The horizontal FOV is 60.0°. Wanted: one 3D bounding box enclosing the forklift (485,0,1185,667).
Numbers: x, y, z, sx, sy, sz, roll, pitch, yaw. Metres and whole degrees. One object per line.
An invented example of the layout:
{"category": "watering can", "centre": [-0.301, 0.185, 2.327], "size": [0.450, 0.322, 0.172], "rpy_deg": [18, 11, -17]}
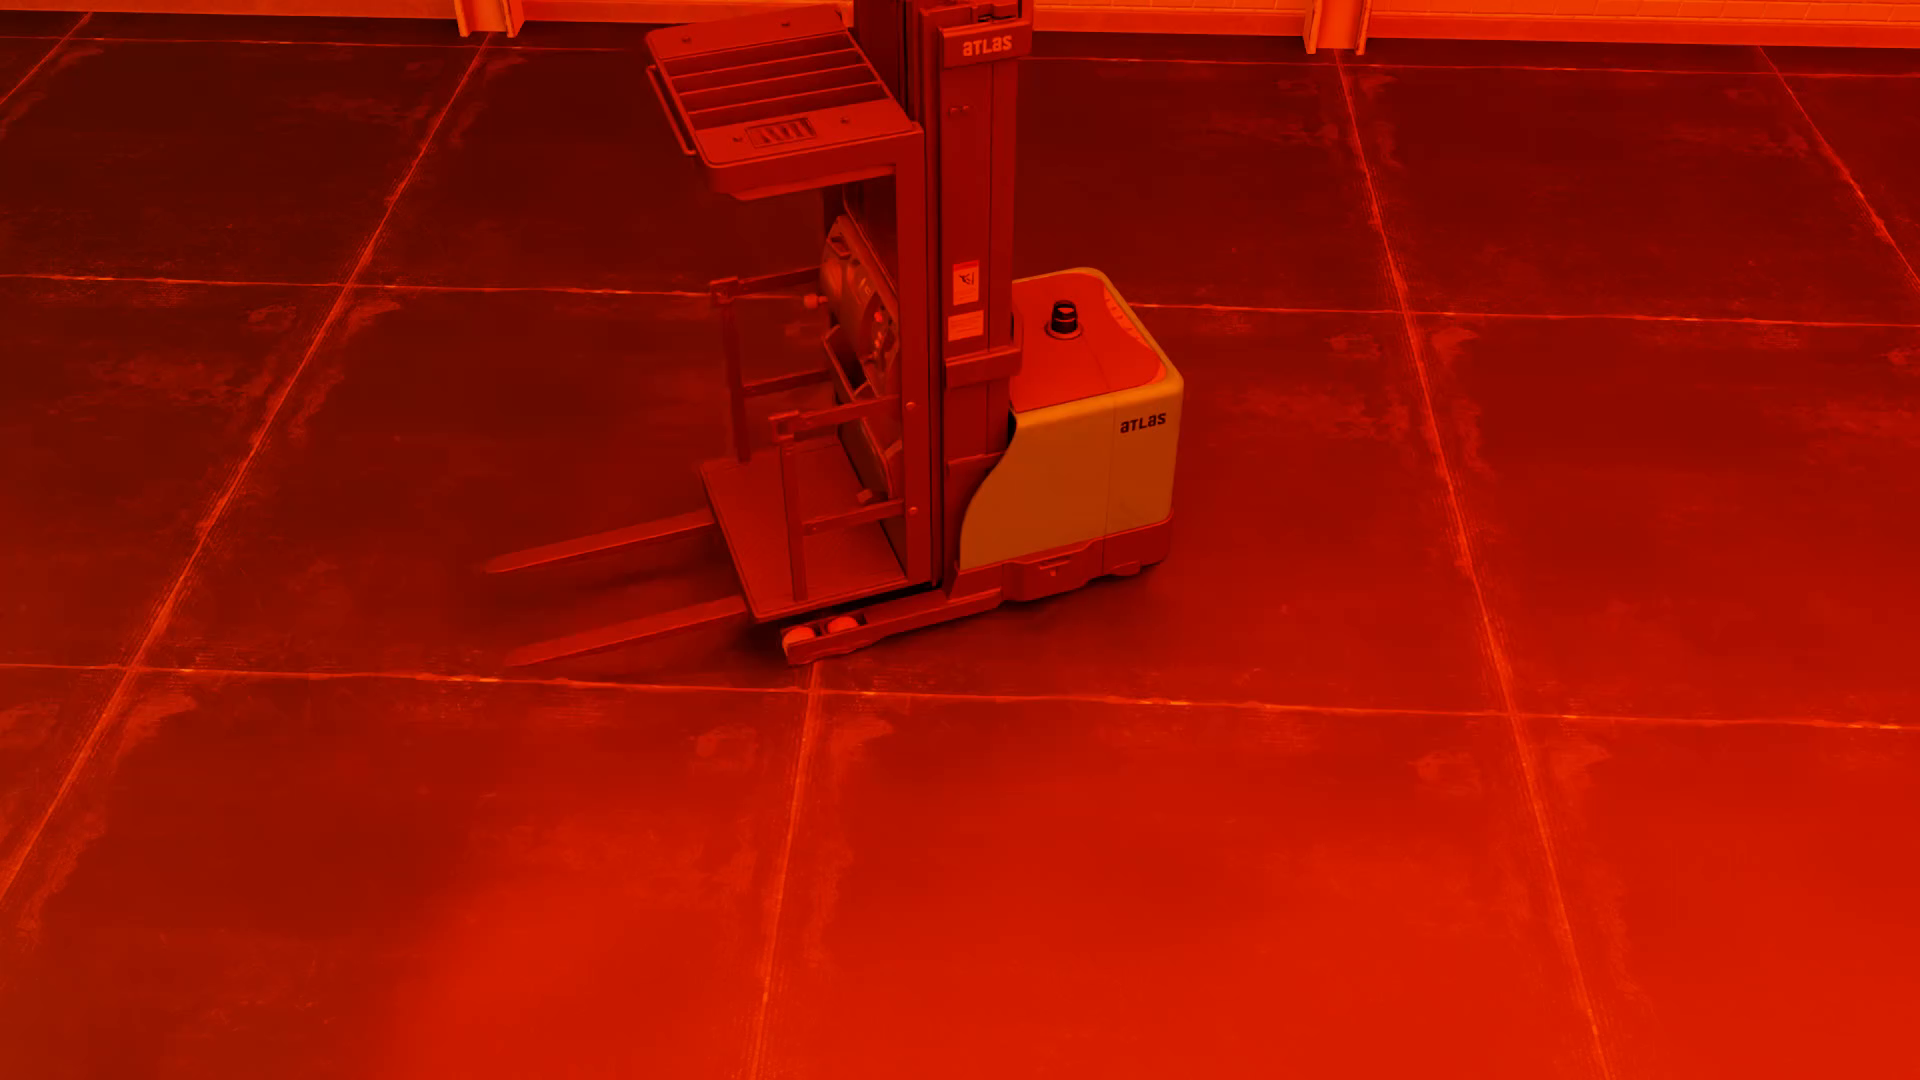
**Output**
{"category": "forklift", "centre": [-0.597, -0.940, 6.771], "size": [3.031, 2.935, 1.130], "rpy_deg": [-13, 44, -14]}
